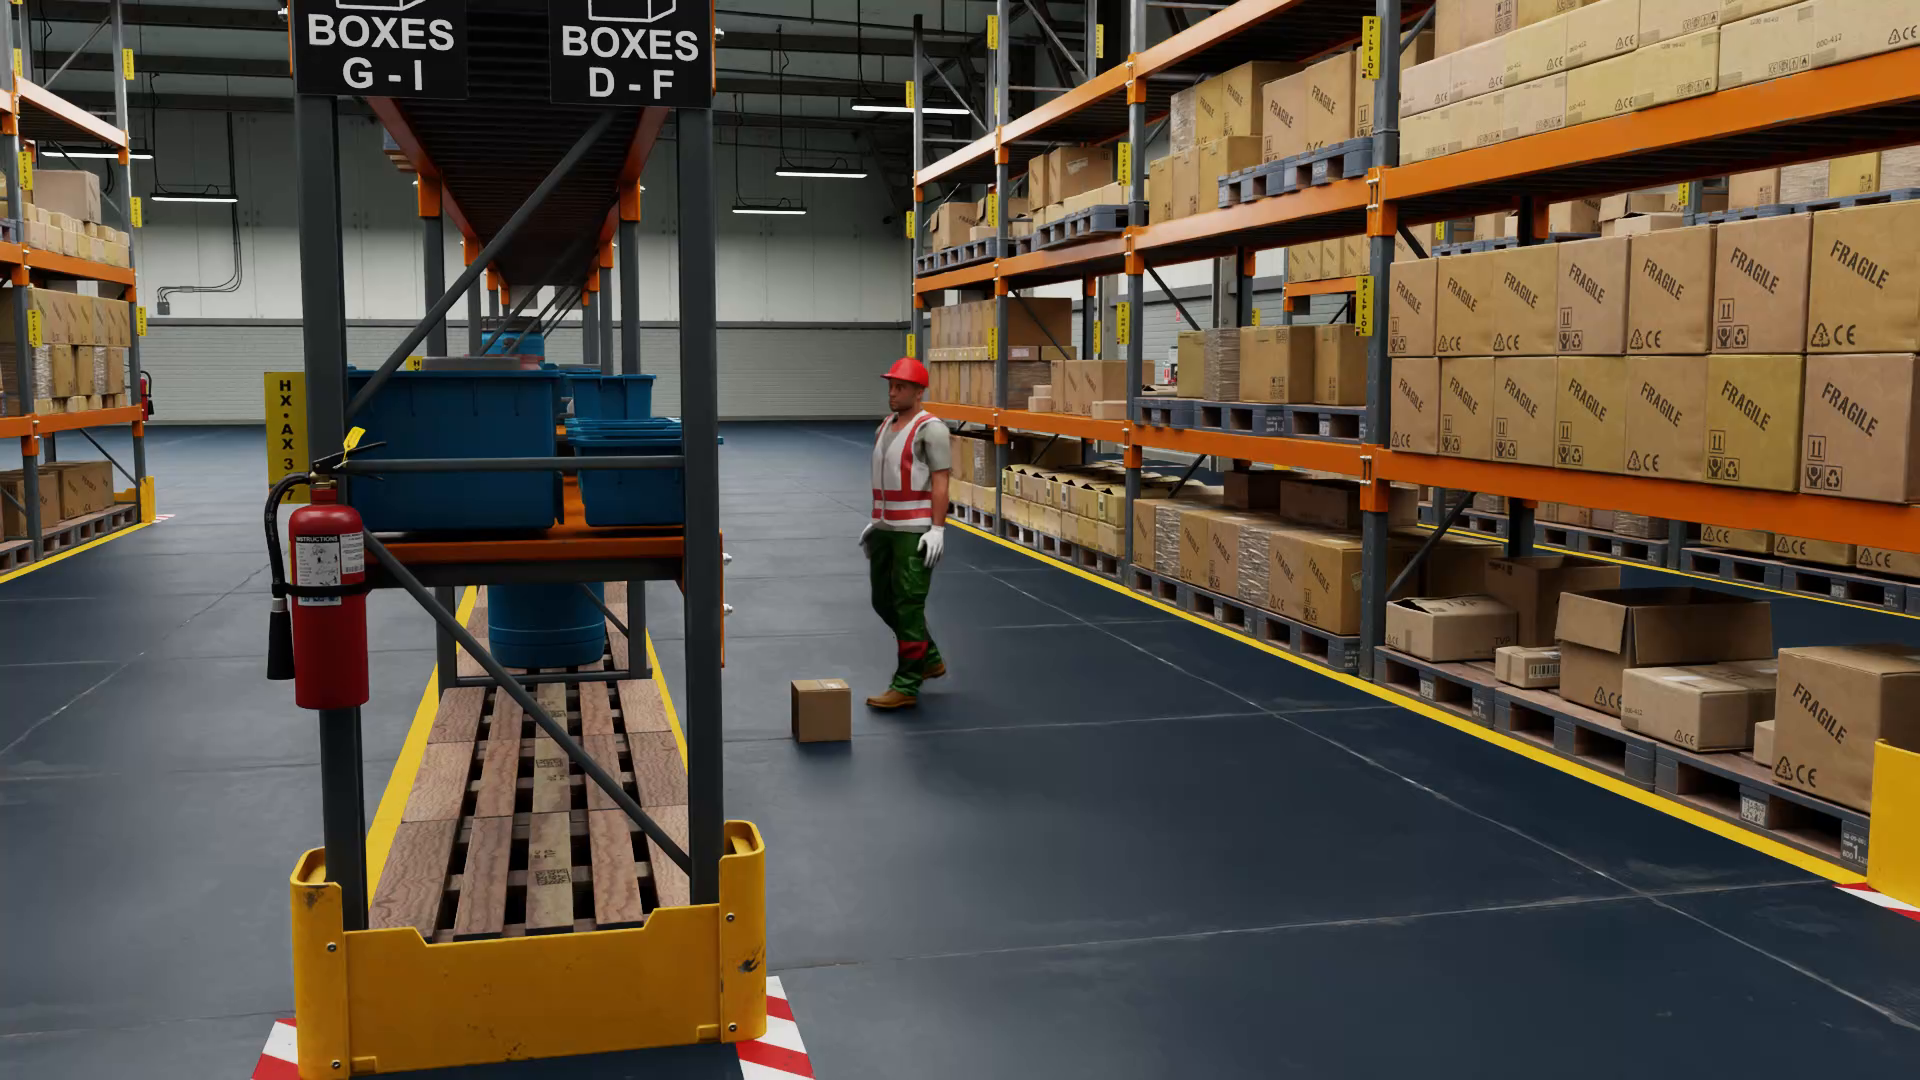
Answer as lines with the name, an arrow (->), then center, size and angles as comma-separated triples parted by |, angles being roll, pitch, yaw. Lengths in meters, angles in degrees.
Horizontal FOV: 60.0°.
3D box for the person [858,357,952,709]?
person -> -0.266, -0.042, 8.599 | 0.621, 1.796, 0.560 | -5, 8, -37
